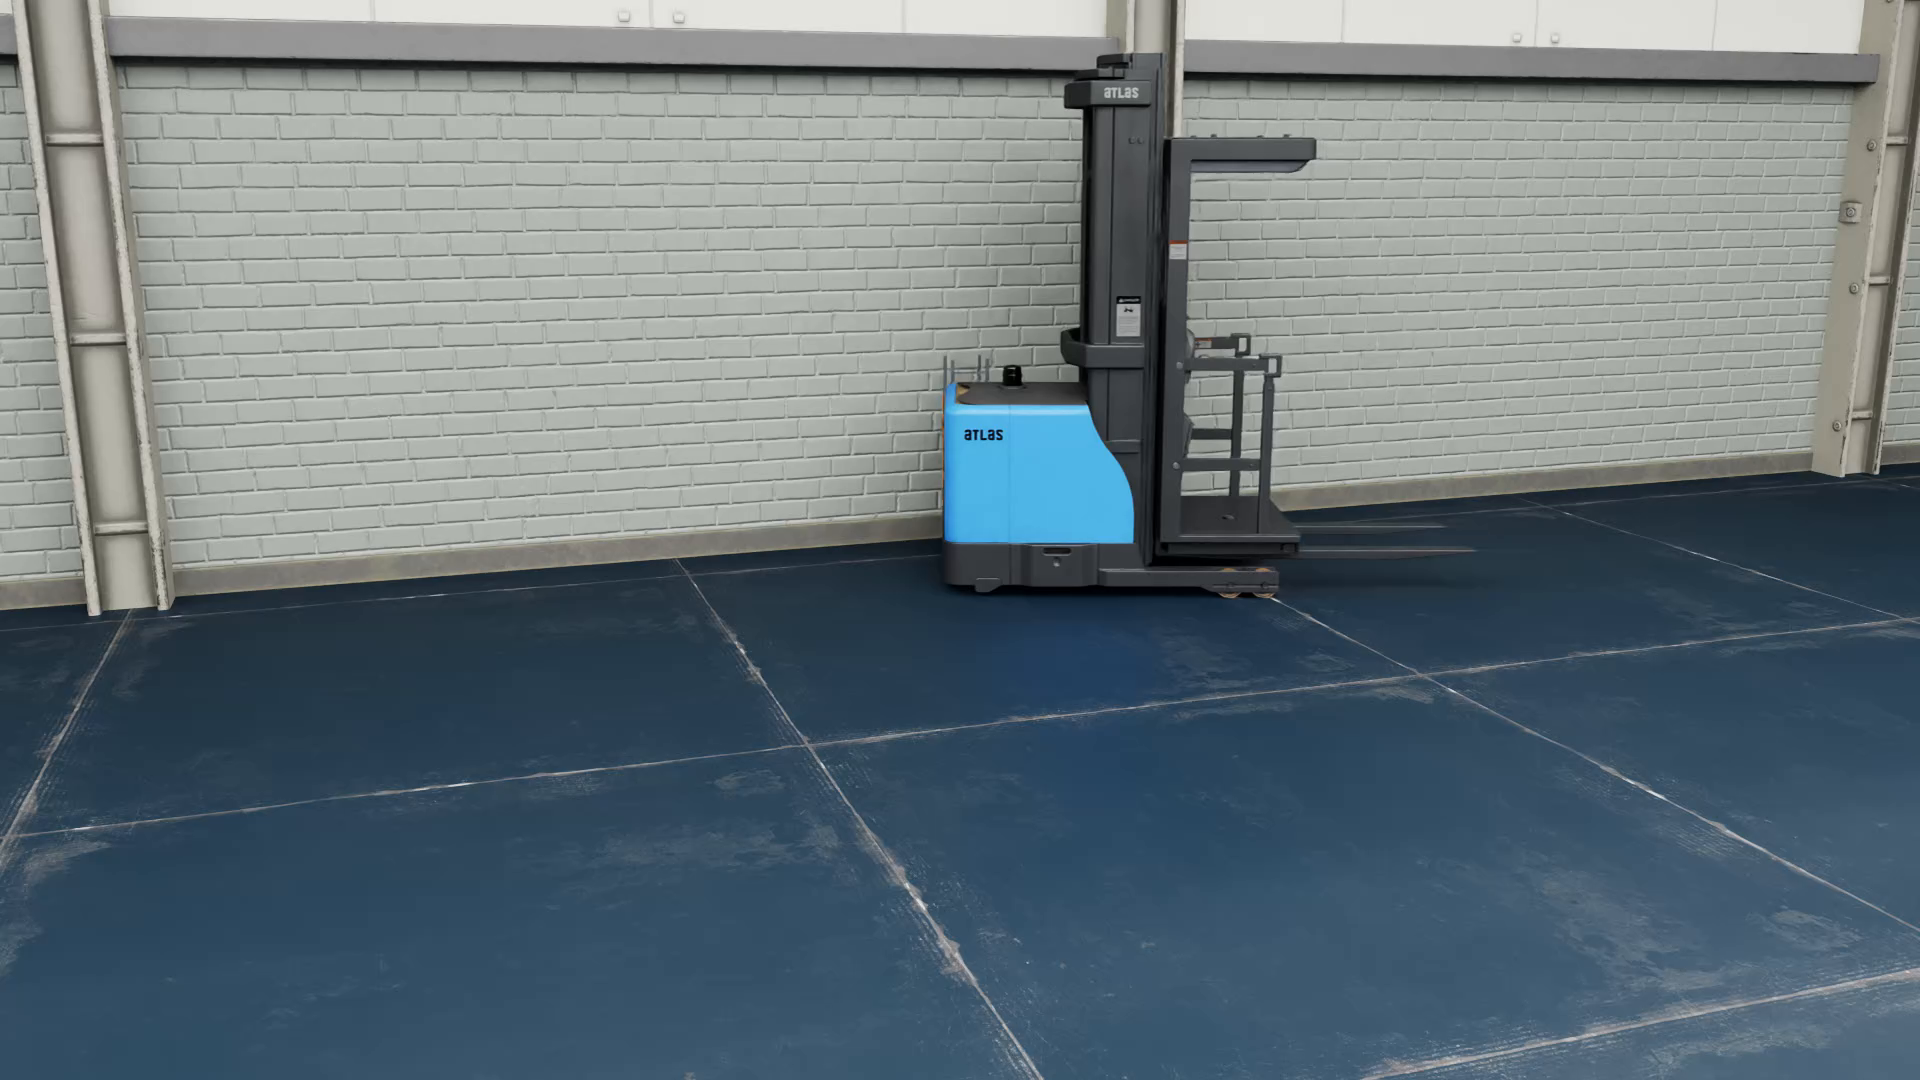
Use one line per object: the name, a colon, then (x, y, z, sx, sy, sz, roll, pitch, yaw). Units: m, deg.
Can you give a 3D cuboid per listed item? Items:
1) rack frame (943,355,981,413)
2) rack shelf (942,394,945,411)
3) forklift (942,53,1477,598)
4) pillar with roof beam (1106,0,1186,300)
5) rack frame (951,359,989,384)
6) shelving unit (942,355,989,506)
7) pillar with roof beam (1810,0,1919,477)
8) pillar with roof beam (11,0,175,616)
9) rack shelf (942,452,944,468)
rack frame: (0.015, -0.551, 10.365, 0.240, 1.200, 0.006, -3, 14, -14)
rack shelf: (0.038, -0.837, 10.205, 0.258, 0.103, 0.180, -3, 14, -14)
forklift: (1.416, -1.224, 9.456, 3.031, 2.935, 1.130, 0, 13, 0)
pillar with roof beam: (2.517, -3.518, 5.985, 0.400, 9.000, 9.100, -4, 14, -18)
rack frame: (0.061, -0.510, 10.192, 0.240, 1.200, 0.006, -3, 14, -14)
shelving unit: (0.038, -0.530, 10.278, 0.258, 1.200, 0.189, -3, 14, -14)
pillar with roof beam: (8.204, -3.960, 7.847, 0.400, 9.000, 9.100, -4, 14, -18)
pillar with roof beam: (-3.170, -3.075, 4.123, 0.400, 9.000, 9.100, -4, 14, -18)
rack shelf: (0.038, -0.487, 10.289, 0.258, 0.103, 0.180, -3, 14, -14)
